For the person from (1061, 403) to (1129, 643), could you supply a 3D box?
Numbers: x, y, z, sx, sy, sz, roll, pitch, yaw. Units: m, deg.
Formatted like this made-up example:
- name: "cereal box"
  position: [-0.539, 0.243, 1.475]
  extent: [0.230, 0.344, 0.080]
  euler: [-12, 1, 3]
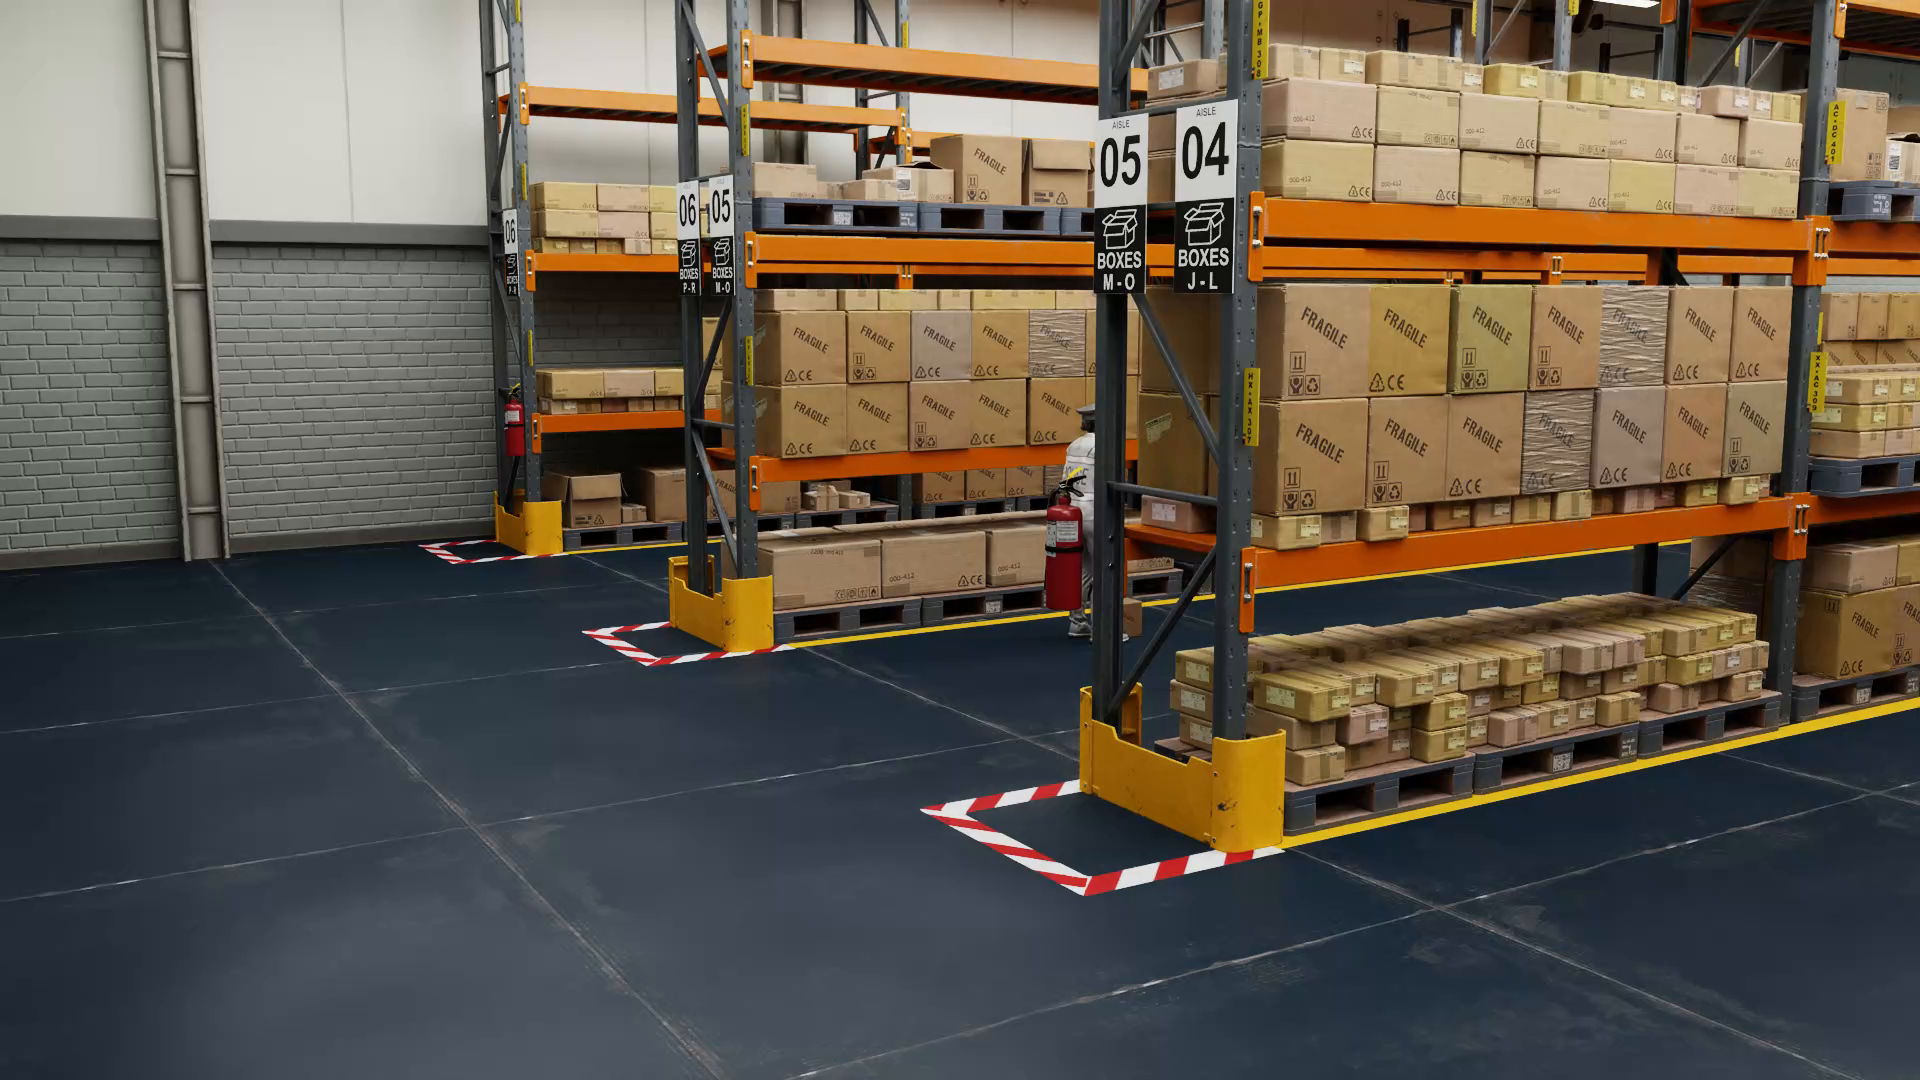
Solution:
- name: "person"
  position: [0.920, -0.125, 11.676]
  extent: [0.375, 1.664, 0.546]
  euler: [-6, 10, -34]
